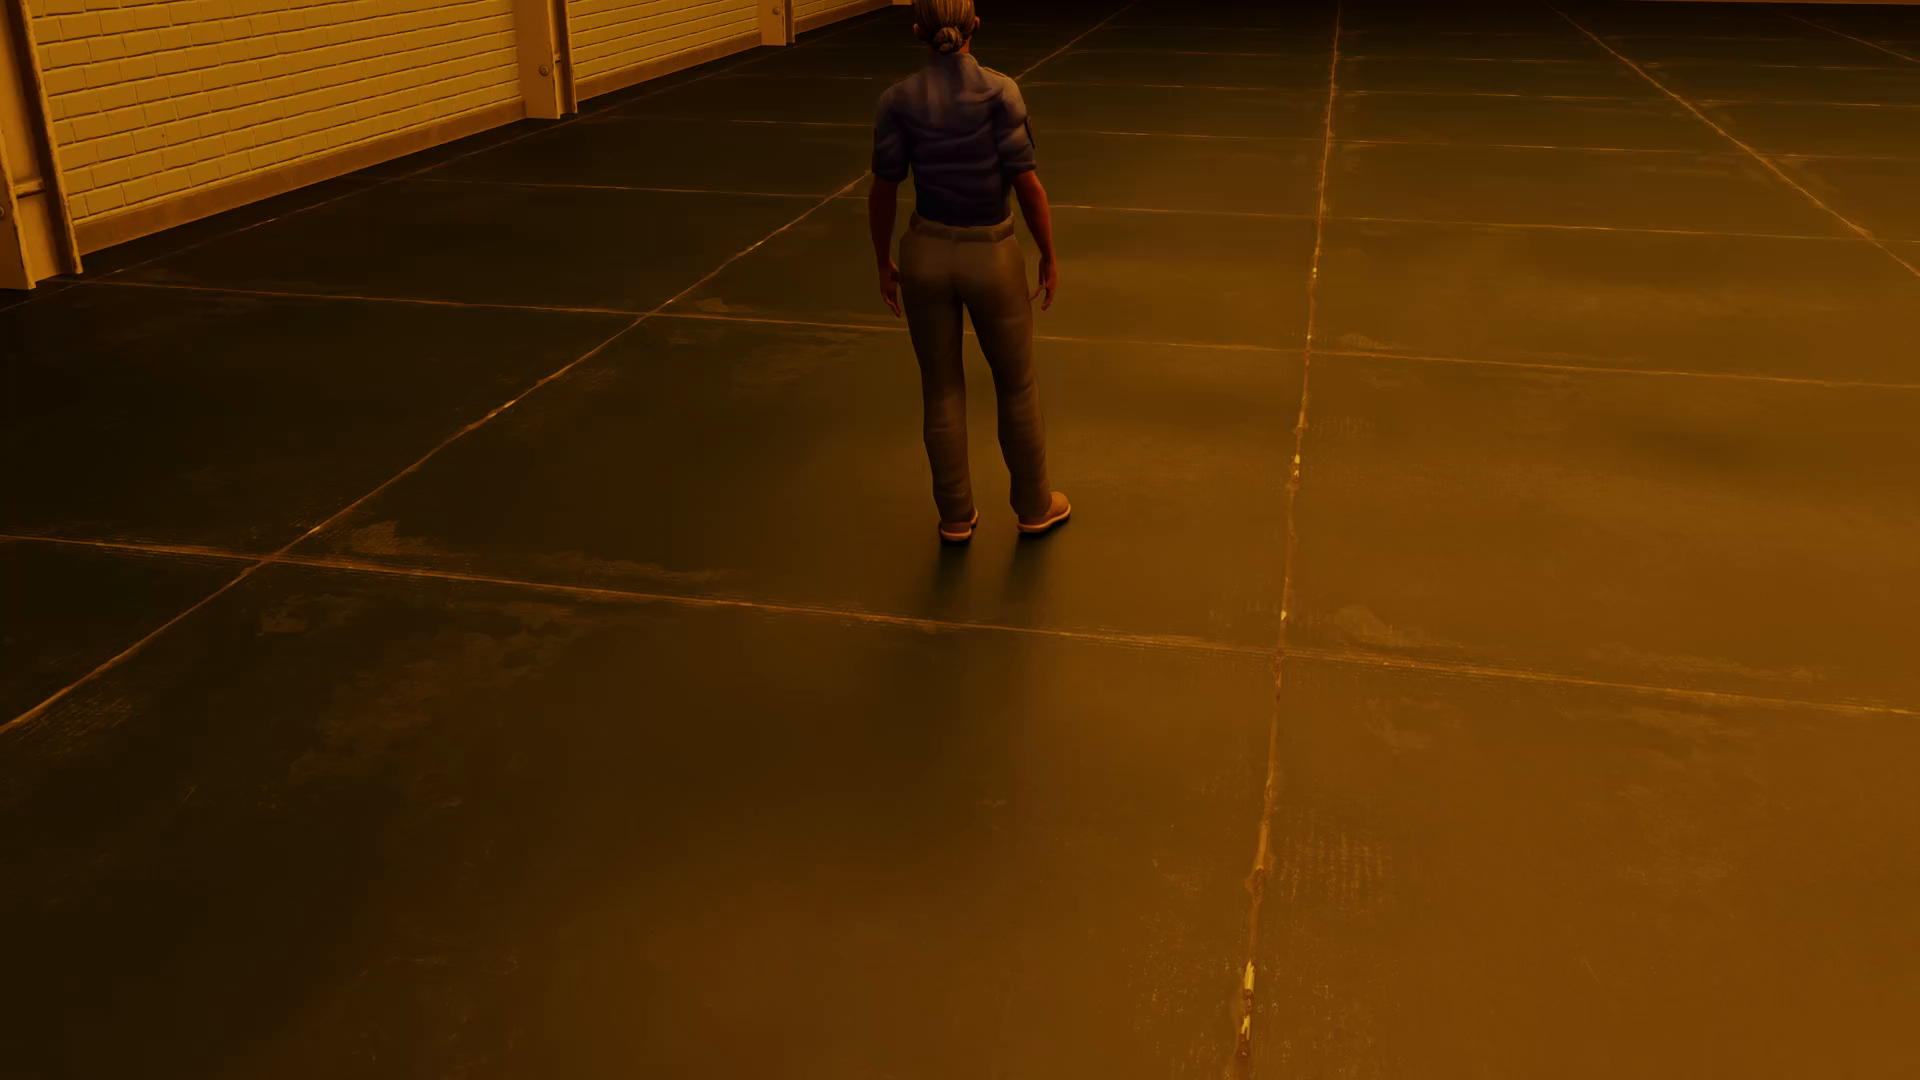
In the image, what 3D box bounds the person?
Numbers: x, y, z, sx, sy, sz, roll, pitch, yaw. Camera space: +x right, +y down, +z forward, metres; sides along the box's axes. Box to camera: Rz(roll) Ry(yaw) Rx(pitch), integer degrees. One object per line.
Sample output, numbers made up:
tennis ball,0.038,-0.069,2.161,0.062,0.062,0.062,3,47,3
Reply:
person,0.038,-0.803,4.909,0.569,1.654,0.504,5,23,11
